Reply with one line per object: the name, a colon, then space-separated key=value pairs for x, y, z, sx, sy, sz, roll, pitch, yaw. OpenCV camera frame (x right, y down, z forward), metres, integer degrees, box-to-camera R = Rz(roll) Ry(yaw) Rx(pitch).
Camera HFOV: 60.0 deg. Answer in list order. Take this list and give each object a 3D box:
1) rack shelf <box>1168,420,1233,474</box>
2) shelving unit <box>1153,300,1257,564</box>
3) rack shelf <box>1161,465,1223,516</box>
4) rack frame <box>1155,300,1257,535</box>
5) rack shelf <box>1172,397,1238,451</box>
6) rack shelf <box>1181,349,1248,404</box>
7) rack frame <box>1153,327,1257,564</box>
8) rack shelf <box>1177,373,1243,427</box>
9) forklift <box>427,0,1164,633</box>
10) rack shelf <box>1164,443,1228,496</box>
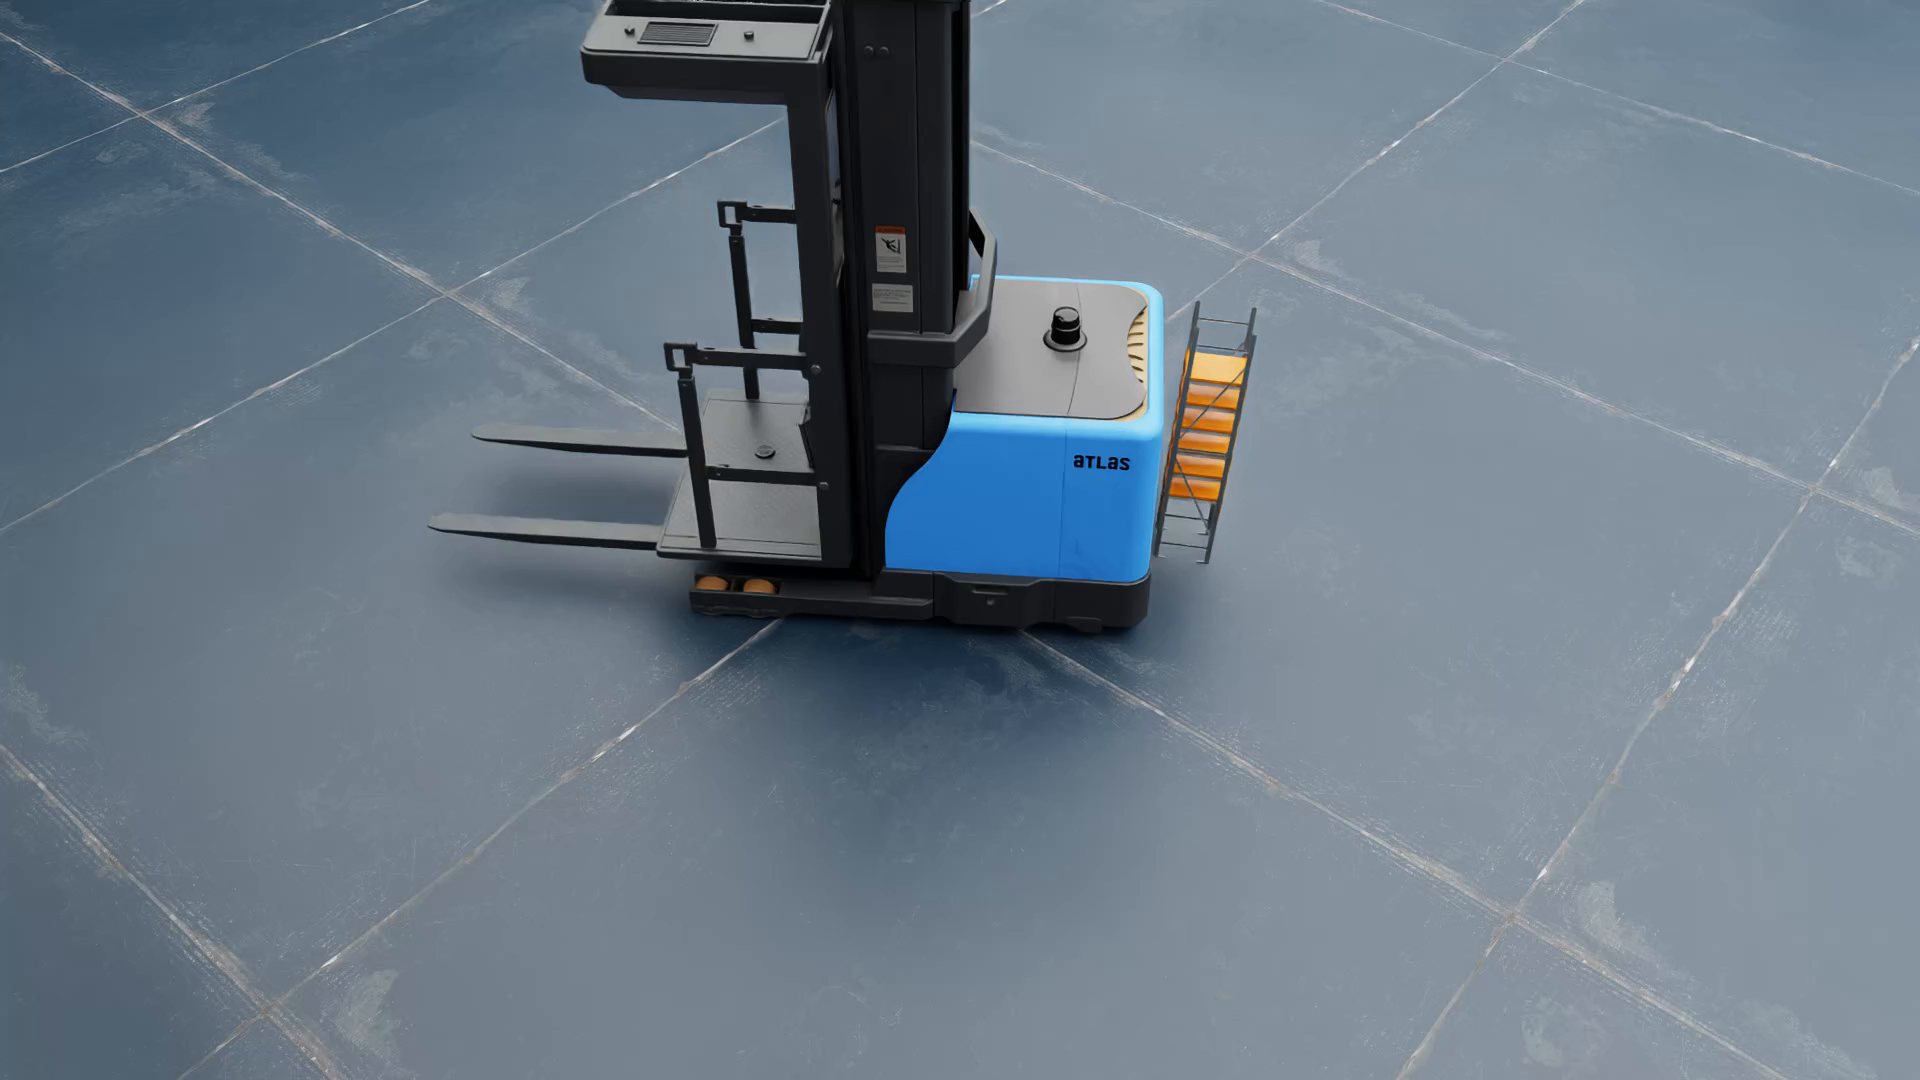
rack shelf: x=0.990 y=-0.384 z=6.836 sx=0.258 sy=0.103 sz=0.180 roll=7 pitch=43 yaw=4
shelving unit: x=0.993 y=-0.416 z=6.806 sx=0.258 sy=1.200 sz=0.189 roll=7 pitch=43 yaw=4
rack shelf: x=0.978 y=-0.208 z=6.999 sx=0.258 sy=0.103 sz=0.180 roll=7 pitch=43 yaw=4
rack frame: x=1.005 y=-0.477 z=6.873 sx=0.240 sy=1.200 sz=0.006 roll=7 pitch=43 yaw=4
rack shelf: x=0.997 y=-0.472 z=6.755 sx=0.258 sy=0.103 sz=0.180 roll=7 pitch=43 yaw=4
rack shelf: x=1.009 y=-0.648 z=6.592 sx=0.258 sy=0.103 sz=0.180 roll=7 pitch=43 yaw=4
rack frame: x=0.981 y=-0.355 z=6.739 sx=0.240 sy=1.200 sz=0.006 roll=7 pitch=43 yaw=4
rack shelf: x=1.003 y=-0.560 z=6.673 sx=0.258 sy=0.103 sz=0.180 roll=7 pitch=43 yaw=4
forklift: x=-0.703 y=-1.112 z=6.294 sx=3.031 sy=2.935 sz=1.130 roll=3 pitch=42 yaw=4
rack shelf: x=0.984 y=-0.296 z=6.917 sx=0.258 sy=0.103 sz=0.180 roll=7 pitch=43 yaw=4
